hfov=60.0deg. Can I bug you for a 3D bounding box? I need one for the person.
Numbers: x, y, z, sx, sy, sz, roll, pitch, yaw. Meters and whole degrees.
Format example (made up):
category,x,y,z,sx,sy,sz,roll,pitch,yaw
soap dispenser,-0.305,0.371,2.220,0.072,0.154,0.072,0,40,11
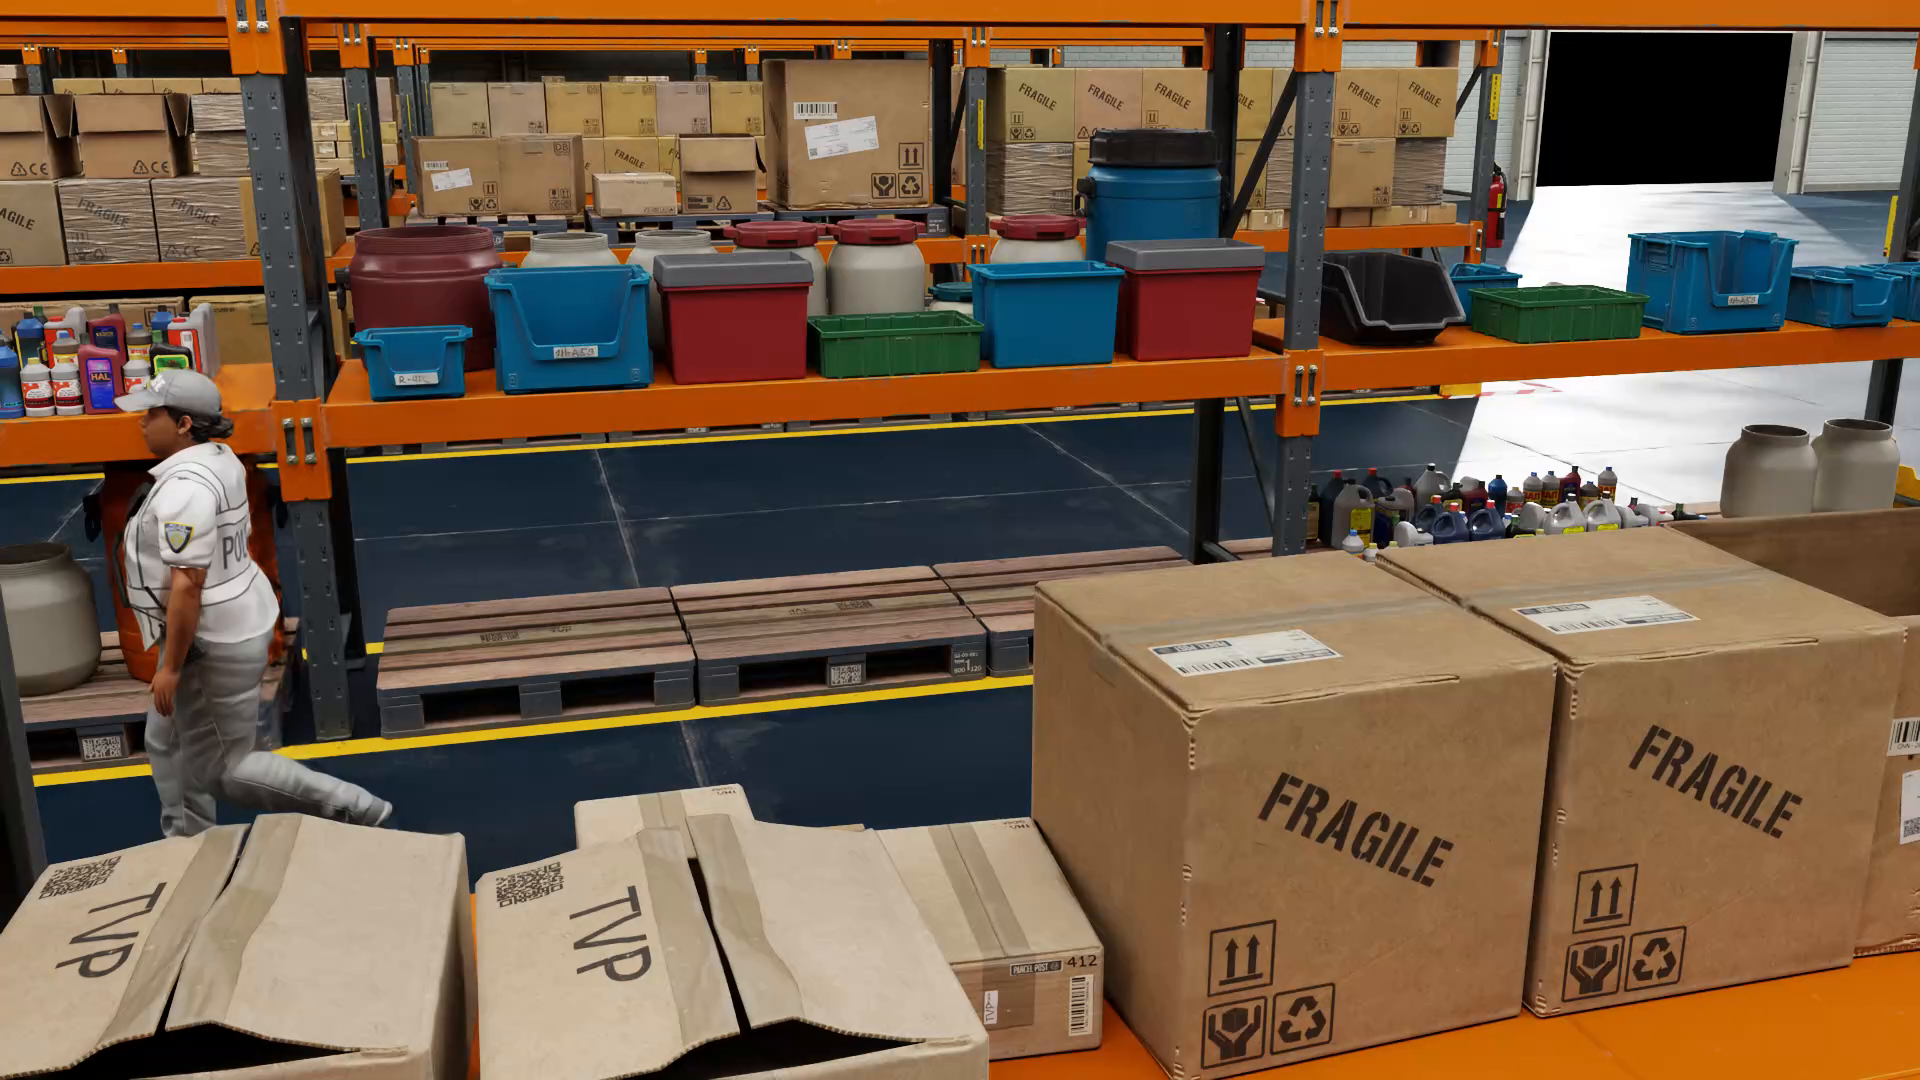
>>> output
category,x,y,z,sx,sy,sz,roll,pitch,yaw
person,-2.194,0.292,4.988,0.858,1.623,0.492,-3,16,-12
